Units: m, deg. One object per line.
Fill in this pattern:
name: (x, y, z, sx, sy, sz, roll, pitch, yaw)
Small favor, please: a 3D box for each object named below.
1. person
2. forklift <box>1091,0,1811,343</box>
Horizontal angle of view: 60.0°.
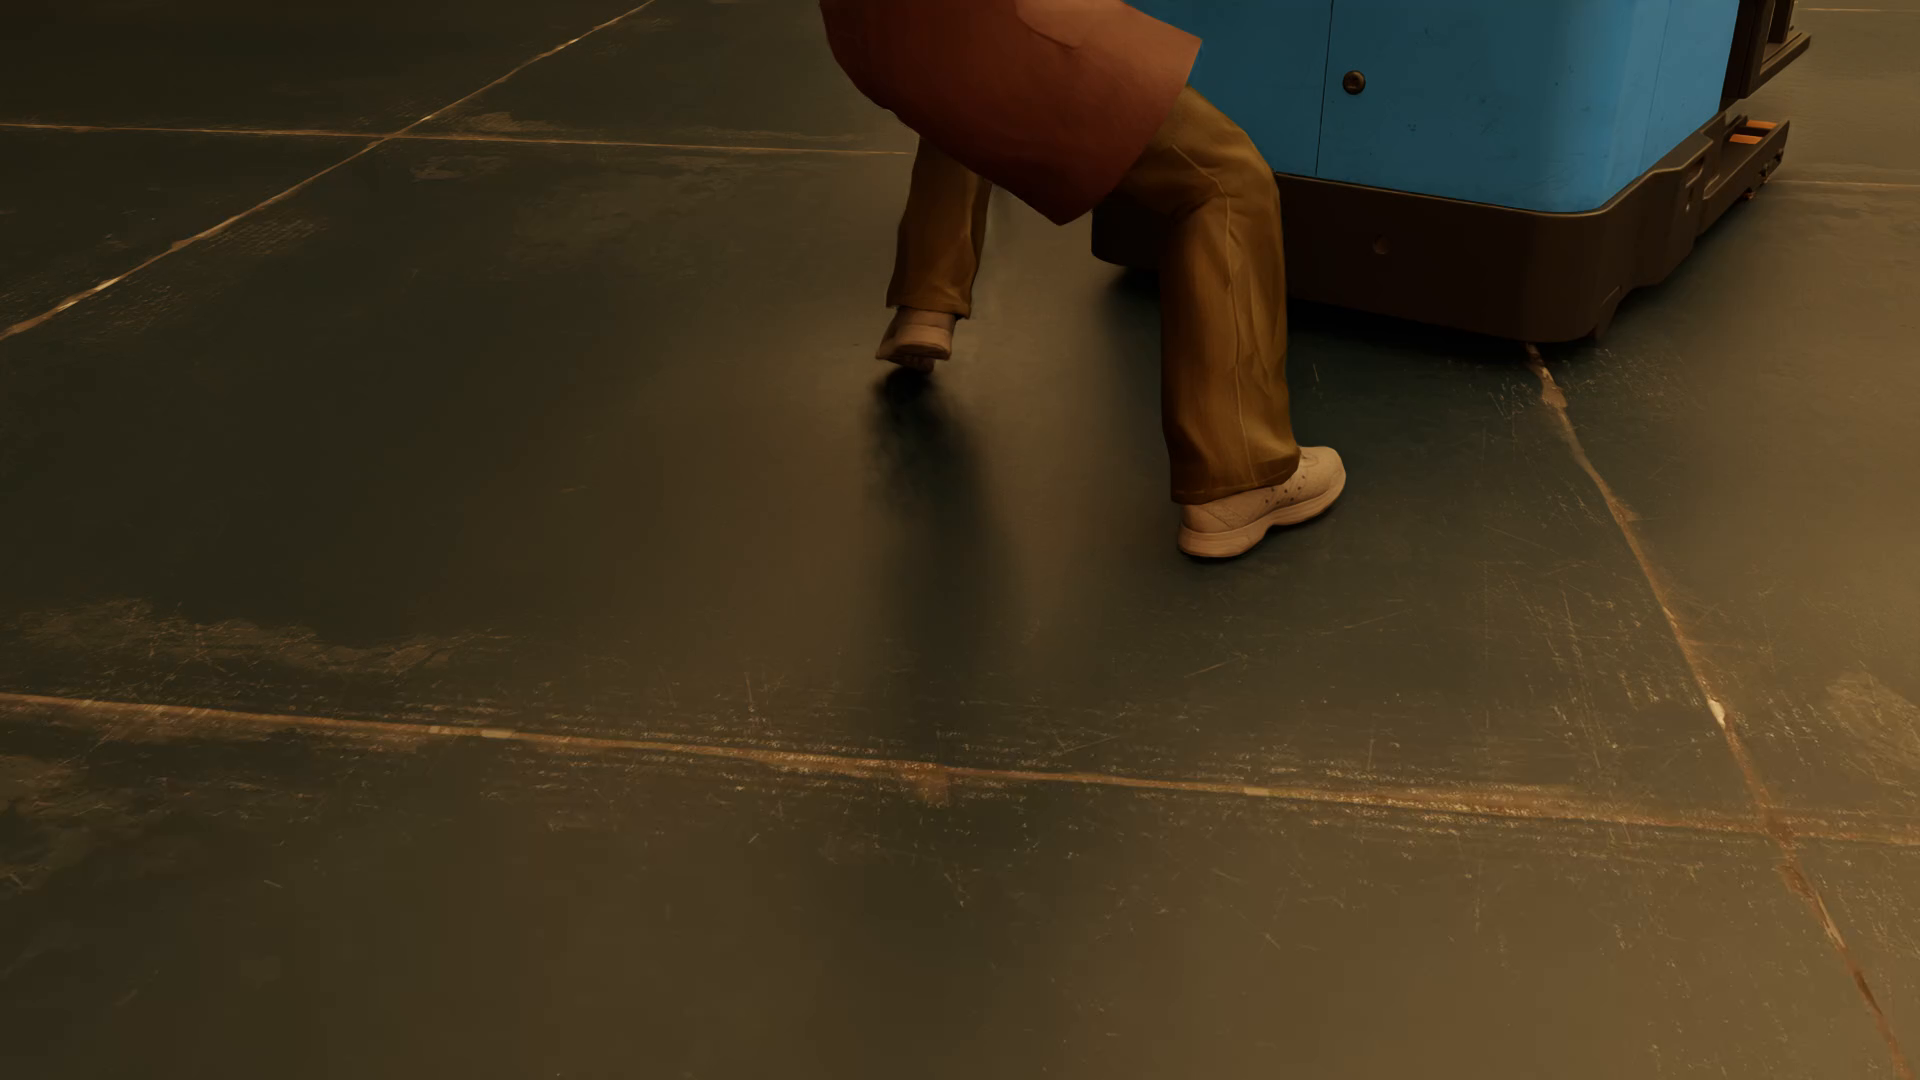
person: (0.150, -0.865, 2.497, 0.780, 1.547, 1.031, -17, 31, -31)
forklift: (1.523, -2.282, 3.792, 1.130, 2.935, 3.031, 17, 31, 30)
